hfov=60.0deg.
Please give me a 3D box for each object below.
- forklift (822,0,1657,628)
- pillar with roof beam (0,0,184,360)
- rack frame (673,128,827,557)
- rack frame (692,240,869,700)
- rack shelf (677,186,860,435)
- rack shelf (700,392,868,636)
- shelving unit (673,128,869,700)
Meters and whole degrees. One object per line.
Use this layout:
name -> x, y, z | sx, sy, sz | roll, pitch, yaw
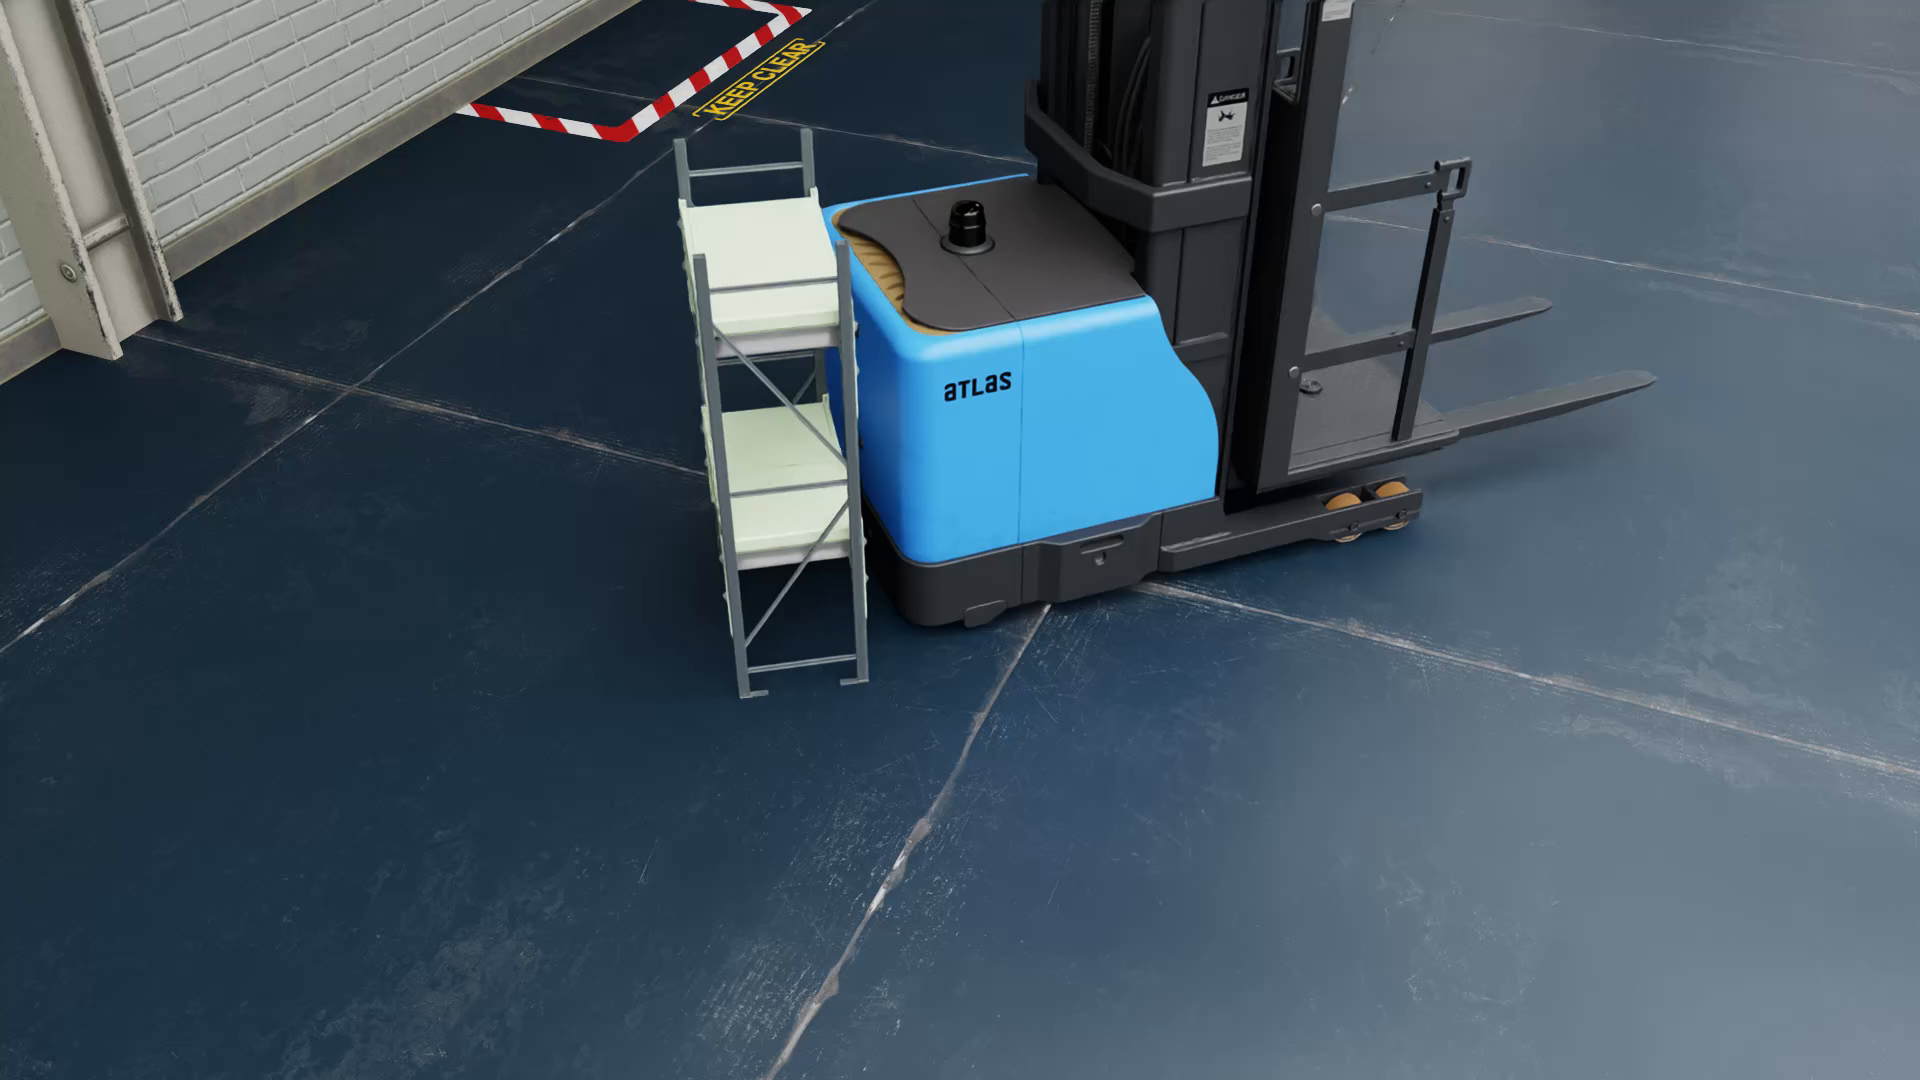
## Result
forklift -> 1.062, -1.448, 5.239 | 3.031, 2.935, 1.130 | -13, 39, -17
pillar with roof beam -> 0.494, -3.494, 2.908 | 9.100, 9.000, 0.400 | 14, 39, 18
rack frame -> -0.628, -0.570, 5.260 | 0.400, 1.500, 0.023 | -7, 37, -9
rack frame -> -0.481, -0.141, 4.686 | 0.400, 1.500, 0.023 | -7, 37, -9
rack shelf -> -0.555, -0.668, 4.740 | 0.431, 0.370, 0.720 | -7, 37, -9
rack shelf -> -0.555, -0.095, 5.168 | 0.431, 0.370, 0.720 | -7, 37, -9
shelving unit -> -0.555, -0.356, 4.973 | 0.431, 1.500, 0.755 | -7, 37, -9
